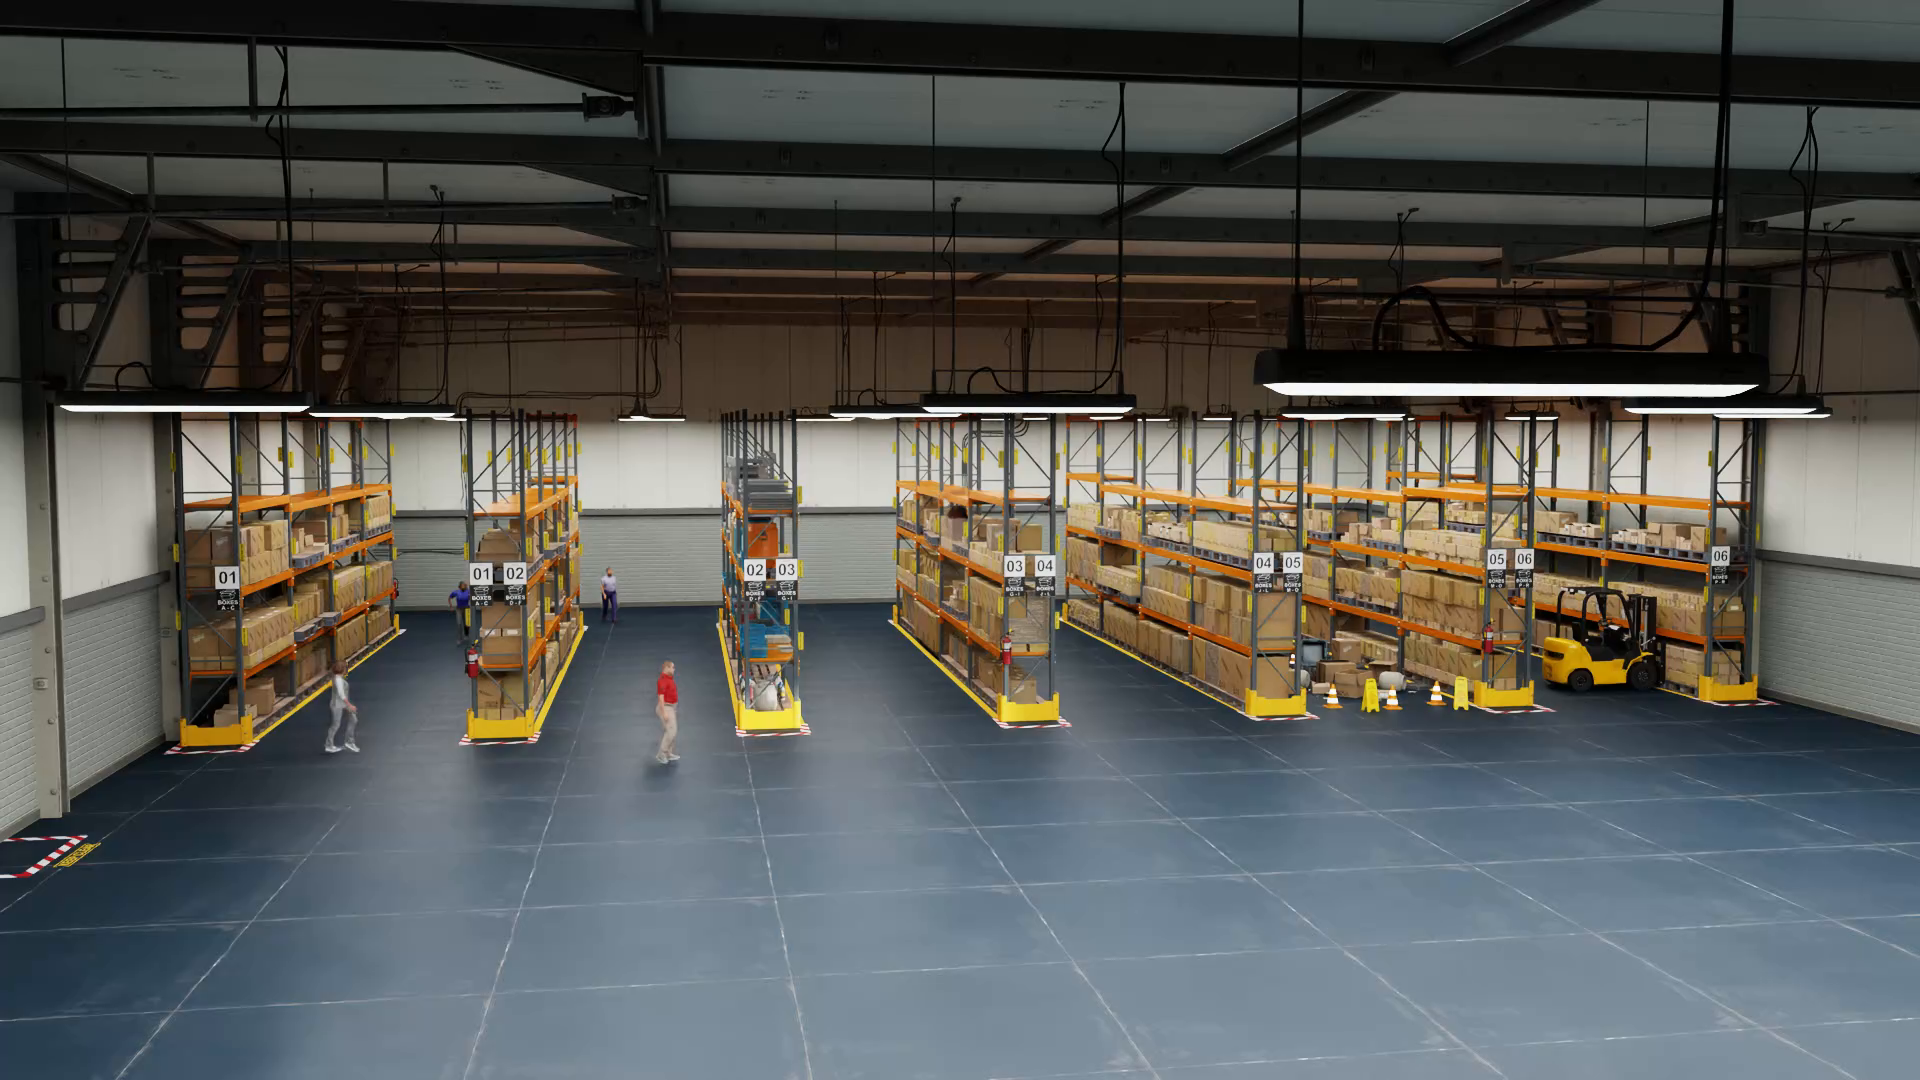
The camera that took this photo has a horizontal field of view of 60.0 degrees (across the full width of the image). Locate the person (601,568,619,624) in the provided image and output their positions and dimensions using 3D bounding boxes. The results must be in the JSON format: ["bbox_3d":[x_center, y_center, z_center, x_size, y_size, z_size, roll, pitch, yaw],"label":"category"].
[{"bbox_3d":[-10.094,1.592,47.844,0.485,1.601,0.979,-2,4,-21],"label":"person"}]

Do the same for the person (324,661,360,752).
[{"bbox_3d":[-10.772,2.911,28.889,0.576,1.618,0.419,0,4,-6],"label":"person"}]

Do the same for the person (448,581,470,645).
[{"bbox_3d":[-12.978,1.867,43.197,0.621,1.609,1.028,-1,4,-10],"label":"person"}]

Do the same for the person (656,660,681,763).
[{"bbox_3d":[-4.969,2.937,28.306,0.397,1.793,0.590,0,4,2],"label":"person"}]
